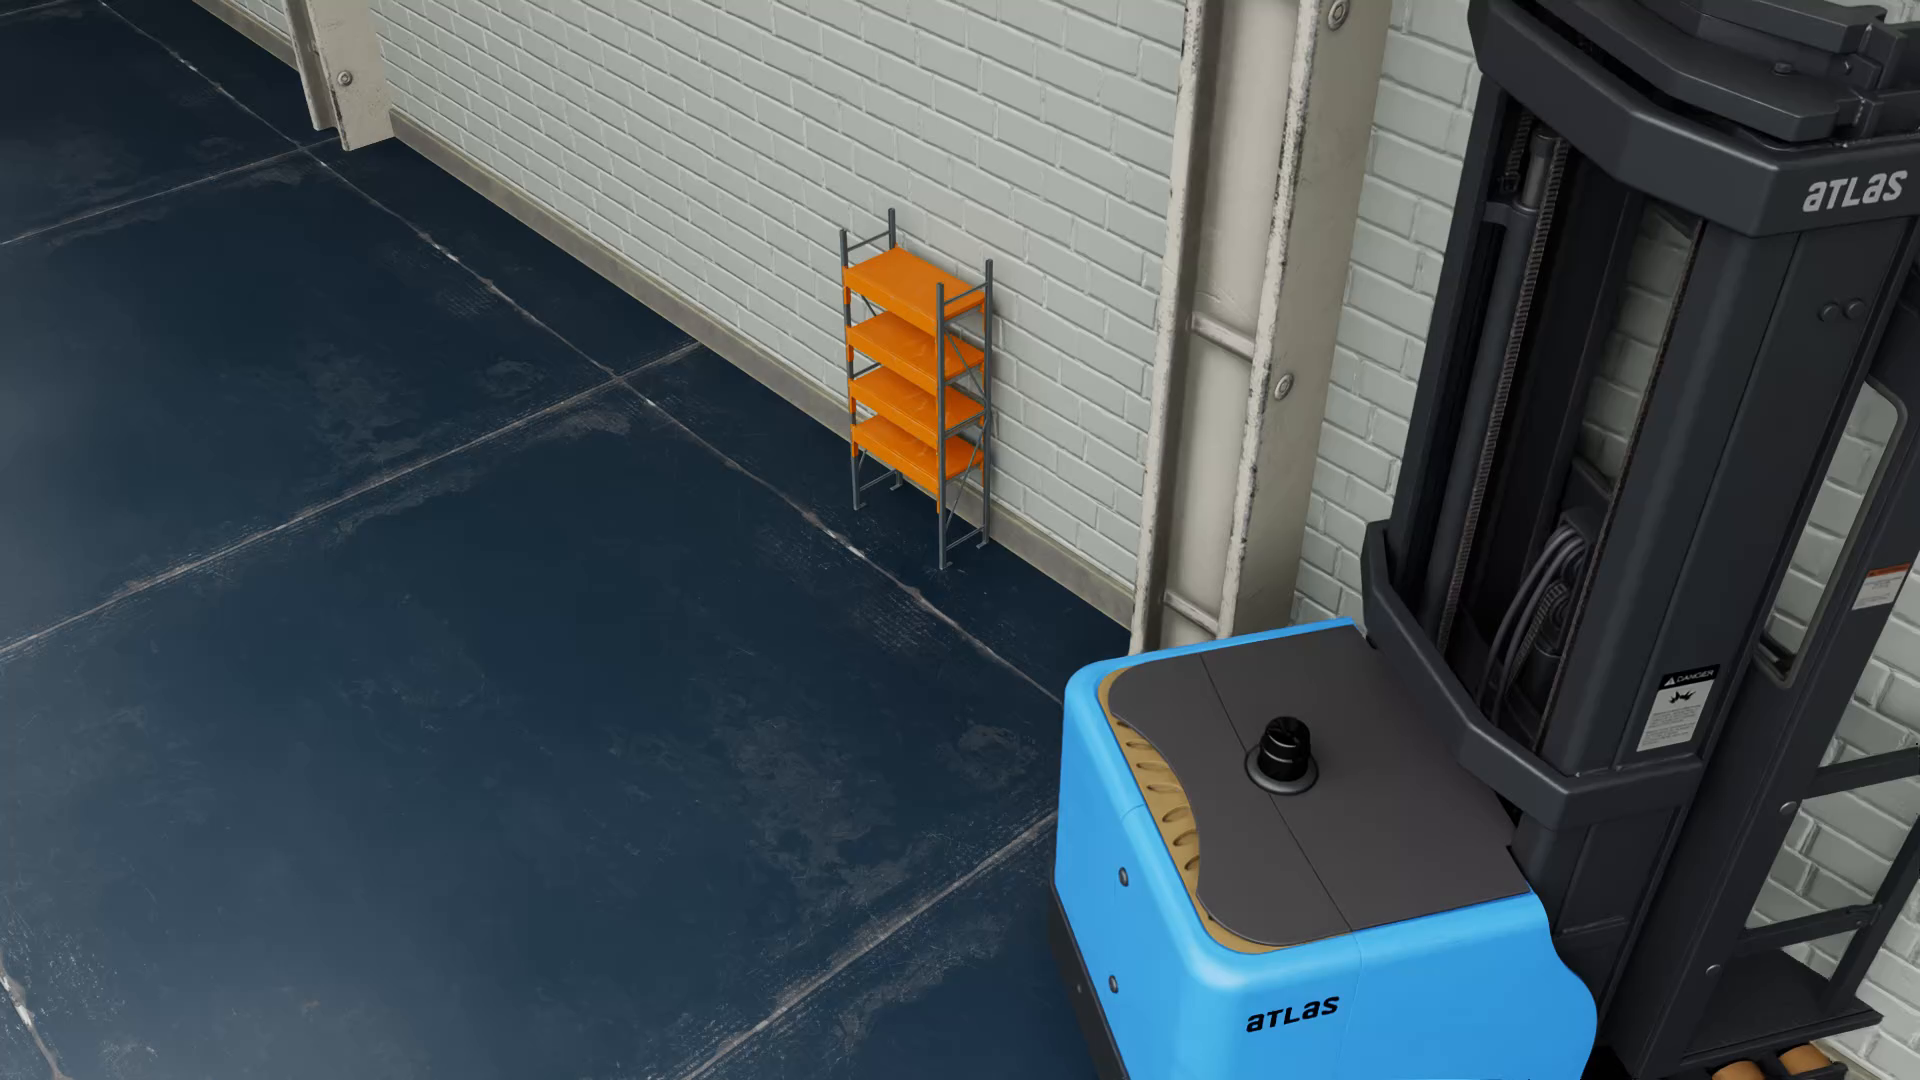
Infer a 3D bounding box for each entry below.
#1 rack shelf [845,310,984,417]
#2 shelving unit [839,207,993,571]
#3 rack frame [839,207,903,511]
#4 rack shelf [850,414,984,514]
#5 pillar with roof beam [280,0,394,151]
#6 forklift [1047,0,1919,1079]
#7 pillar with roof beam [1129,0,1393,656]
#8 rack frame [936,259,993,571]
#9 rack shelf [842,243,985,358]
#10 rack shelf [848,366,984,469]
[{"bbox_3d":[-0.150,-0.642,5.841,0.258,0.148,0.480,-30,48,-32],"label":"rack shelf"},{"bbox_3d":[-0.150,-0.521,5.939,0.258,1.200,0.503,-30,48,-32],"label":"shelving unit"},{"bbox_3d":[-0.317,-0.633,6.078,0.240,1.200,0.015,-30,48,-32],"label":"rack frame"},{"bbox_3d":[-0.150,-0.314,6.106,0.258,0.148,0.480,-30,48,-32],"label":"rack shelf"},{"bbox_3d":[-6.433,-3.884,3.897,9.100,9.000,0.400,-30,48,-32],"label":"pillar with roof beam"},{"bbox_3d":[1.822,0.069,3.832,3.031,2.935,1.130,-9,40,-11],"label":"forklift"},{"bbox_3d":[-2.375,-1.107,0.459,9.100,9.000,0.400,-30,48,-32],"label":"pillar with roof beam"},{"bbox_3d":[0.017,-0.409,5.801,0.240,1.200,0.015,-30,48,-32],"label":"rack frame"},{"bbox_3d":[-0.150,-0.826,5.692,0.258,0.148,0.480,-30,48,-32],"label":"rack shelf"},{"bbox_3d":[-0.150,-0.468,5.982,0.258,0.148,0.480,-30,48,-32],"label":"rack shelf"}]
